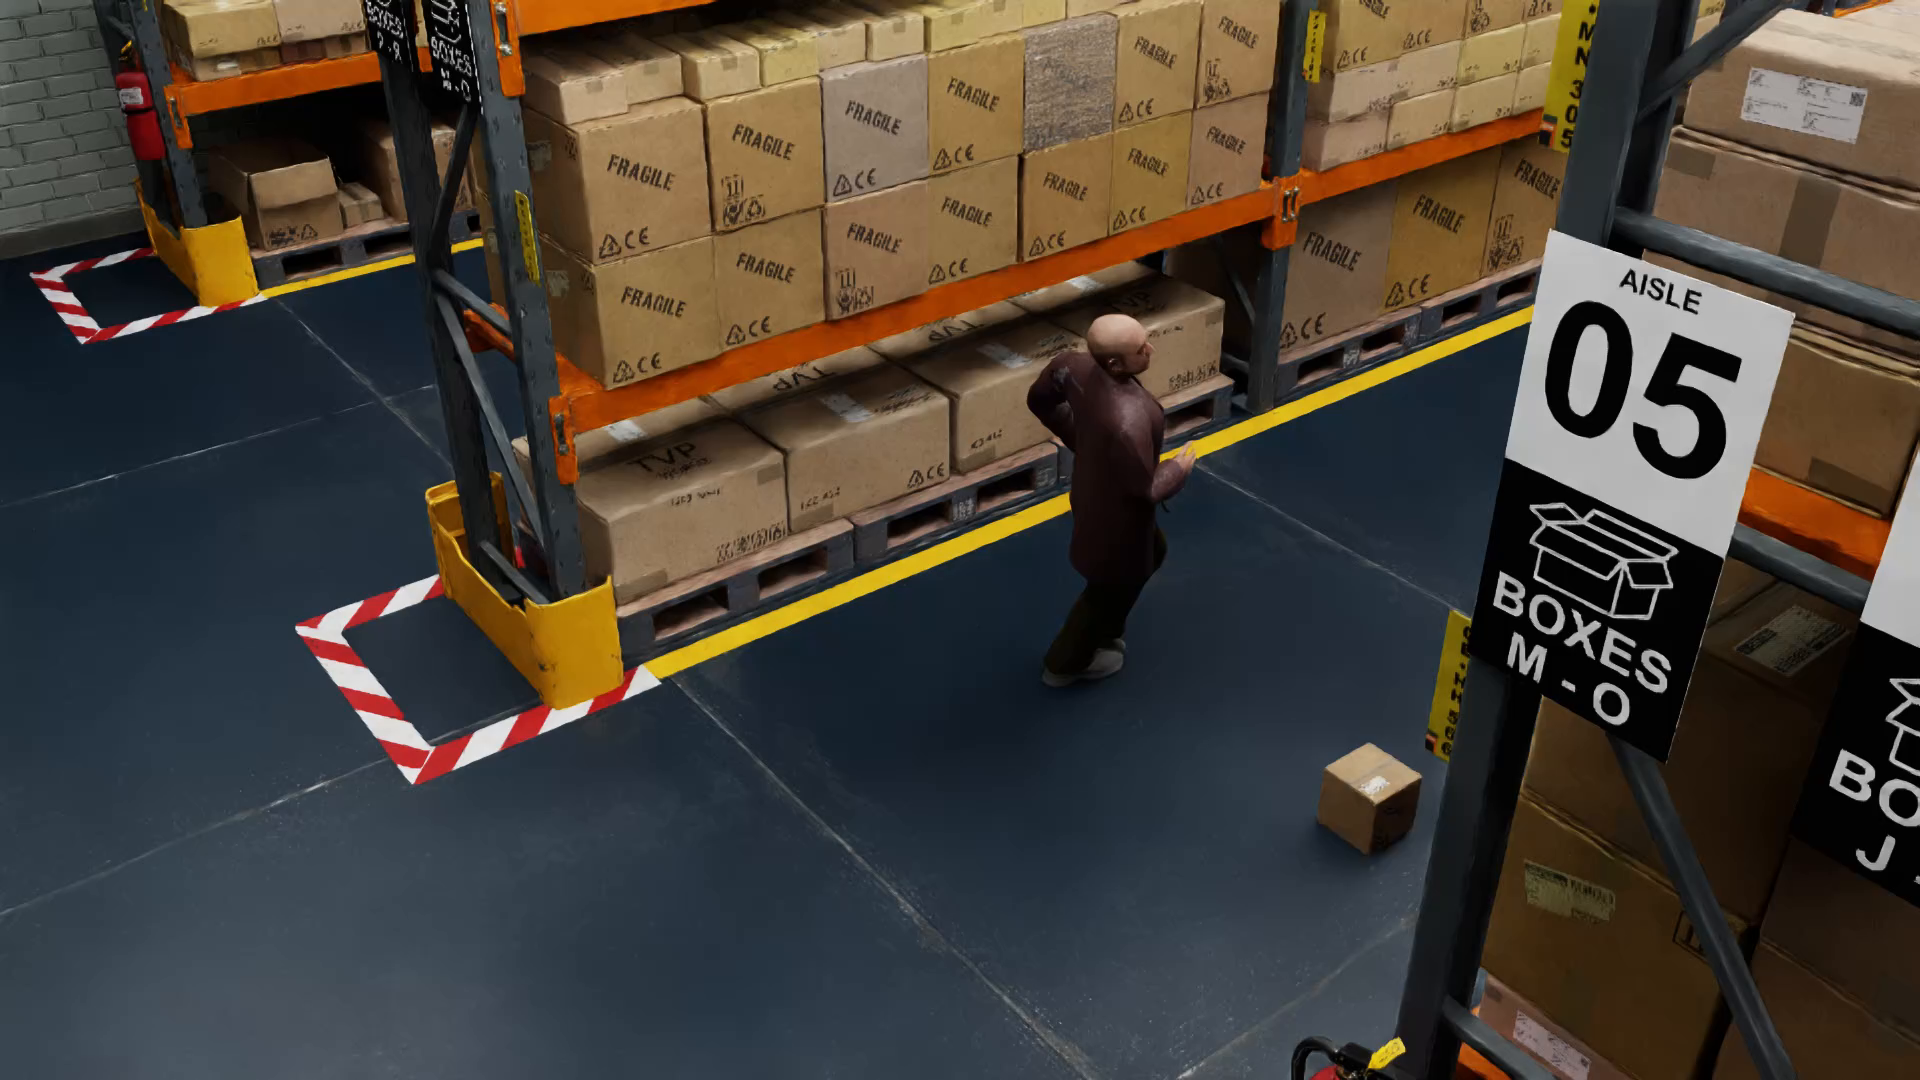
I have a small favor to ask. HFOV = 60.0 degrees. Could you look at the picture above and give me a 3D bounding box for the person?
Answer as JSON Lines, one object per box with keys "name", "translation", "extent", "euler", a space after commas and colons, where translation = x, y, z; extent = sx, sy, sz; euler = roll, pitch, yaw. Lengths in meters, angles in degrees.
{"name": "person", "translation": [0.603, -0.088, 6.362], "extent": [0.582, 1.790, 0.748], "euler": [-8, 33, -12]}
